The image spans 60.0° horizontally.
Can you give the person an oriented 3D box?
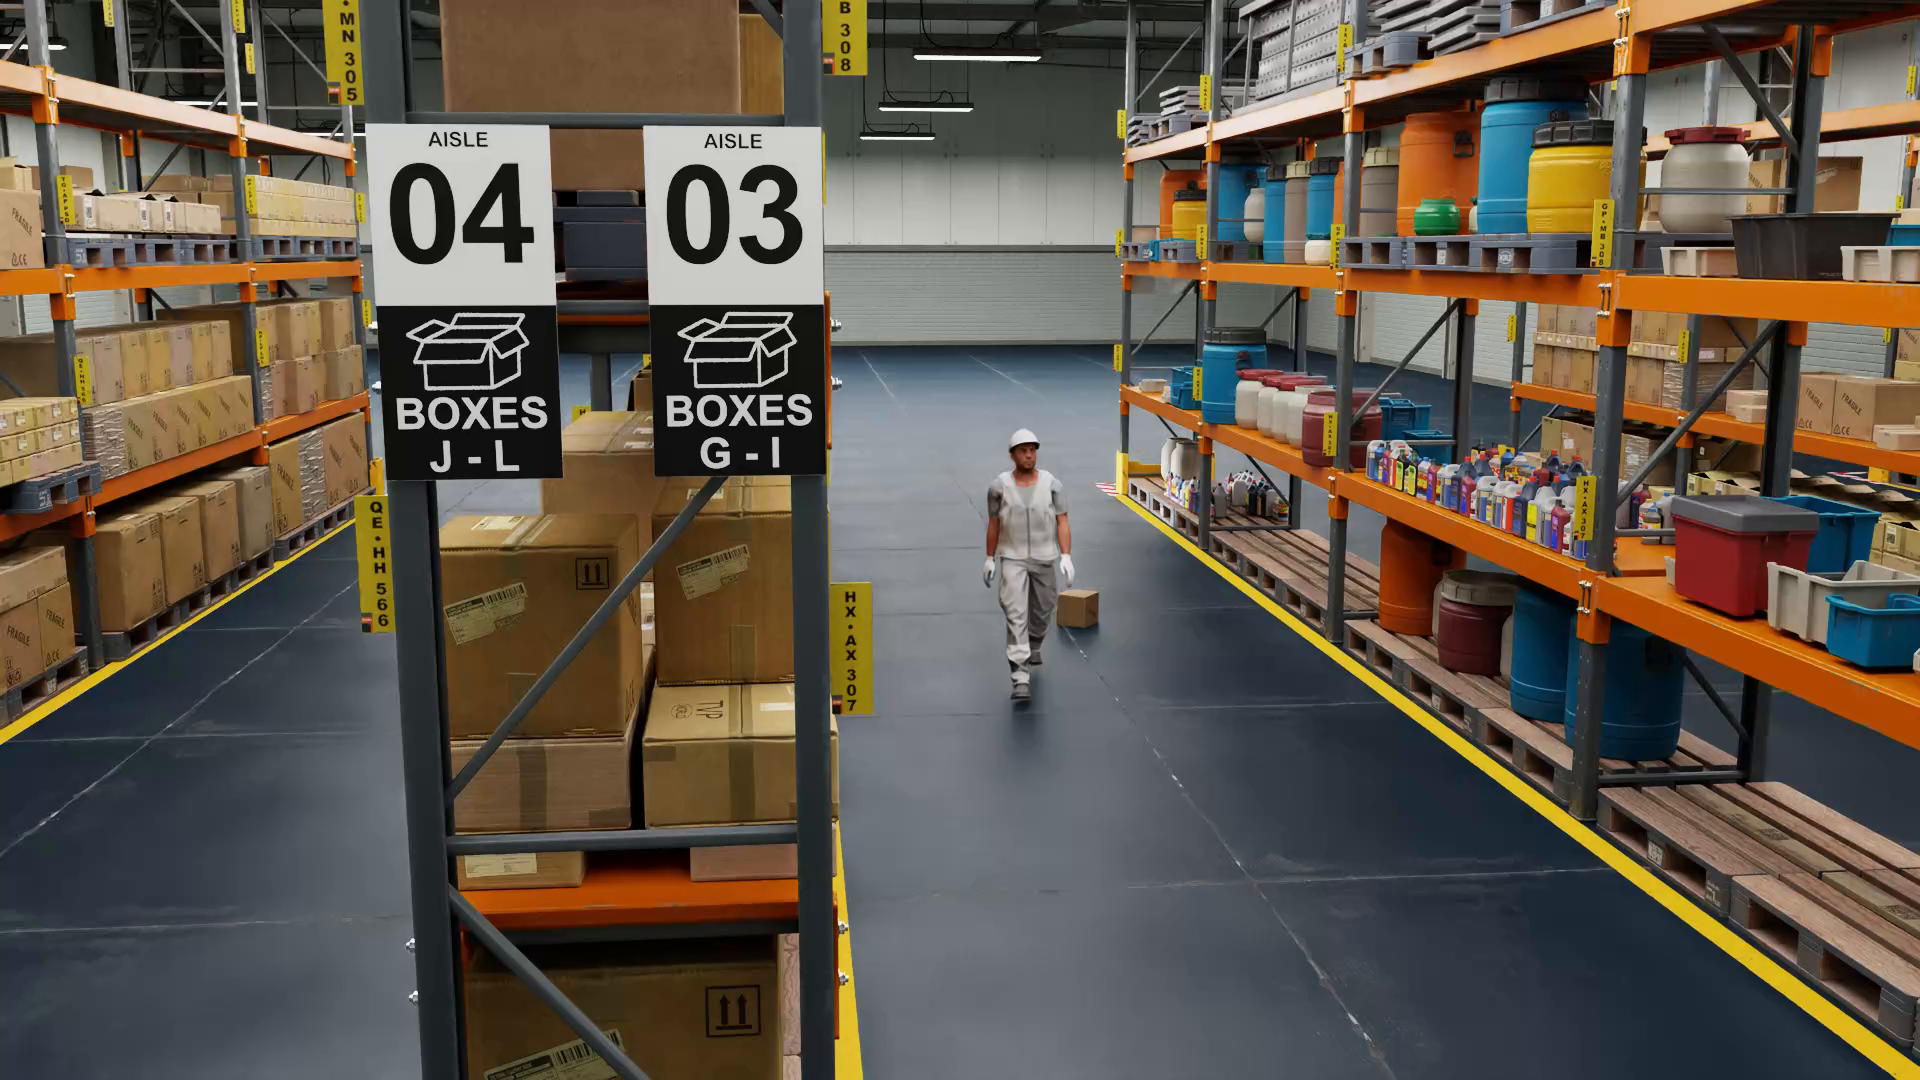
[{"bbox_3d":[0.457,0.133,11.099,0.584,1.744,1.050,-1,10,-5],"label":"person"}]
